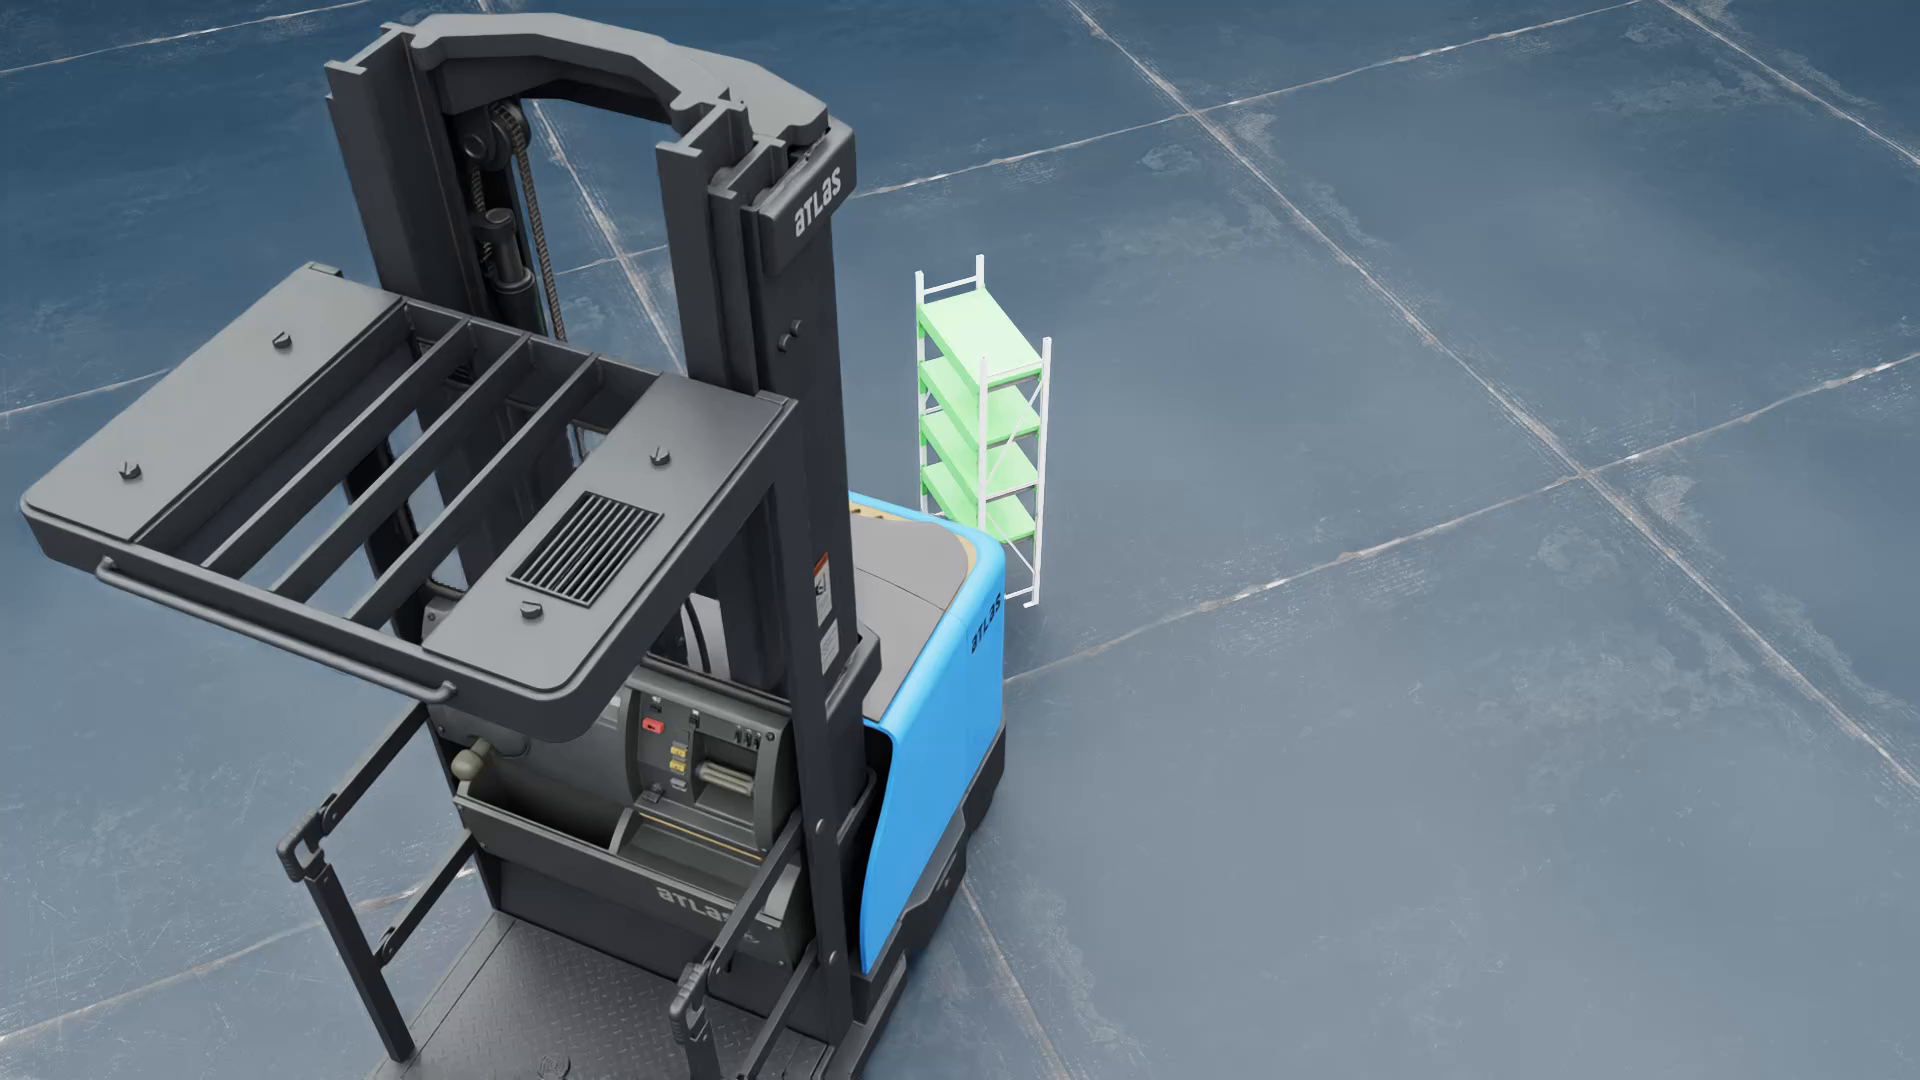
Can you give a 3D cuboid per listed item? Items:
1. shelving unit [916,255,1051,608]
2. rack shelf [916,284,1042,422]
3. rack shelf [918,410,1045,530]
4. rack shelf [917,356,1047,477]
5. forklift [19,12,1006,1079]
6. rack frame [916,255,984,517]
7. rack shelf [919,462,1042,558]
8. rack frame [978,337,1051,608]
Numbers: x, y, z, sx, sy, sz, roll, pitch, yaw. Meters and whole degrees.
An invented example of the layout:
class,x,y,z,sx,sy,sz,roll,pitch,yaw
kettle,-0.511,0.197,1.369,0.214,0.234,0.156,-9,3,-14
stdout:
class,x,y,z,sx,sy,sz,roll,pitch,yaw
shelving unit,0.070,-0.322,5.722,0.258,1.200,0.503,-18,47,-17
rack shelf,0.070,-0.618,5.429,0.258,0.148,0.480,-18,47,-17
rack shelf,0.070,-0.276,5.767,0.258,0.148,0.480,-18,47,-17
rack shelf,0.070,-0.447,5.598,0.258,0.148,0.480,-18,47,-17
forklift,-0.905,0.528,3.628,1.130,2.935,3.031,17,47,16
rack frame,-0.033,-0.477,5.879,0.240,1.200,0.015,-18,47,-17
rack shelf,0.070,-0.105,5.935,0.258,0.148,0.480,-18,47,-17
rack frame,0.172,-0.166,5.564,0.240,1.200,0.015,-18,47,-17
